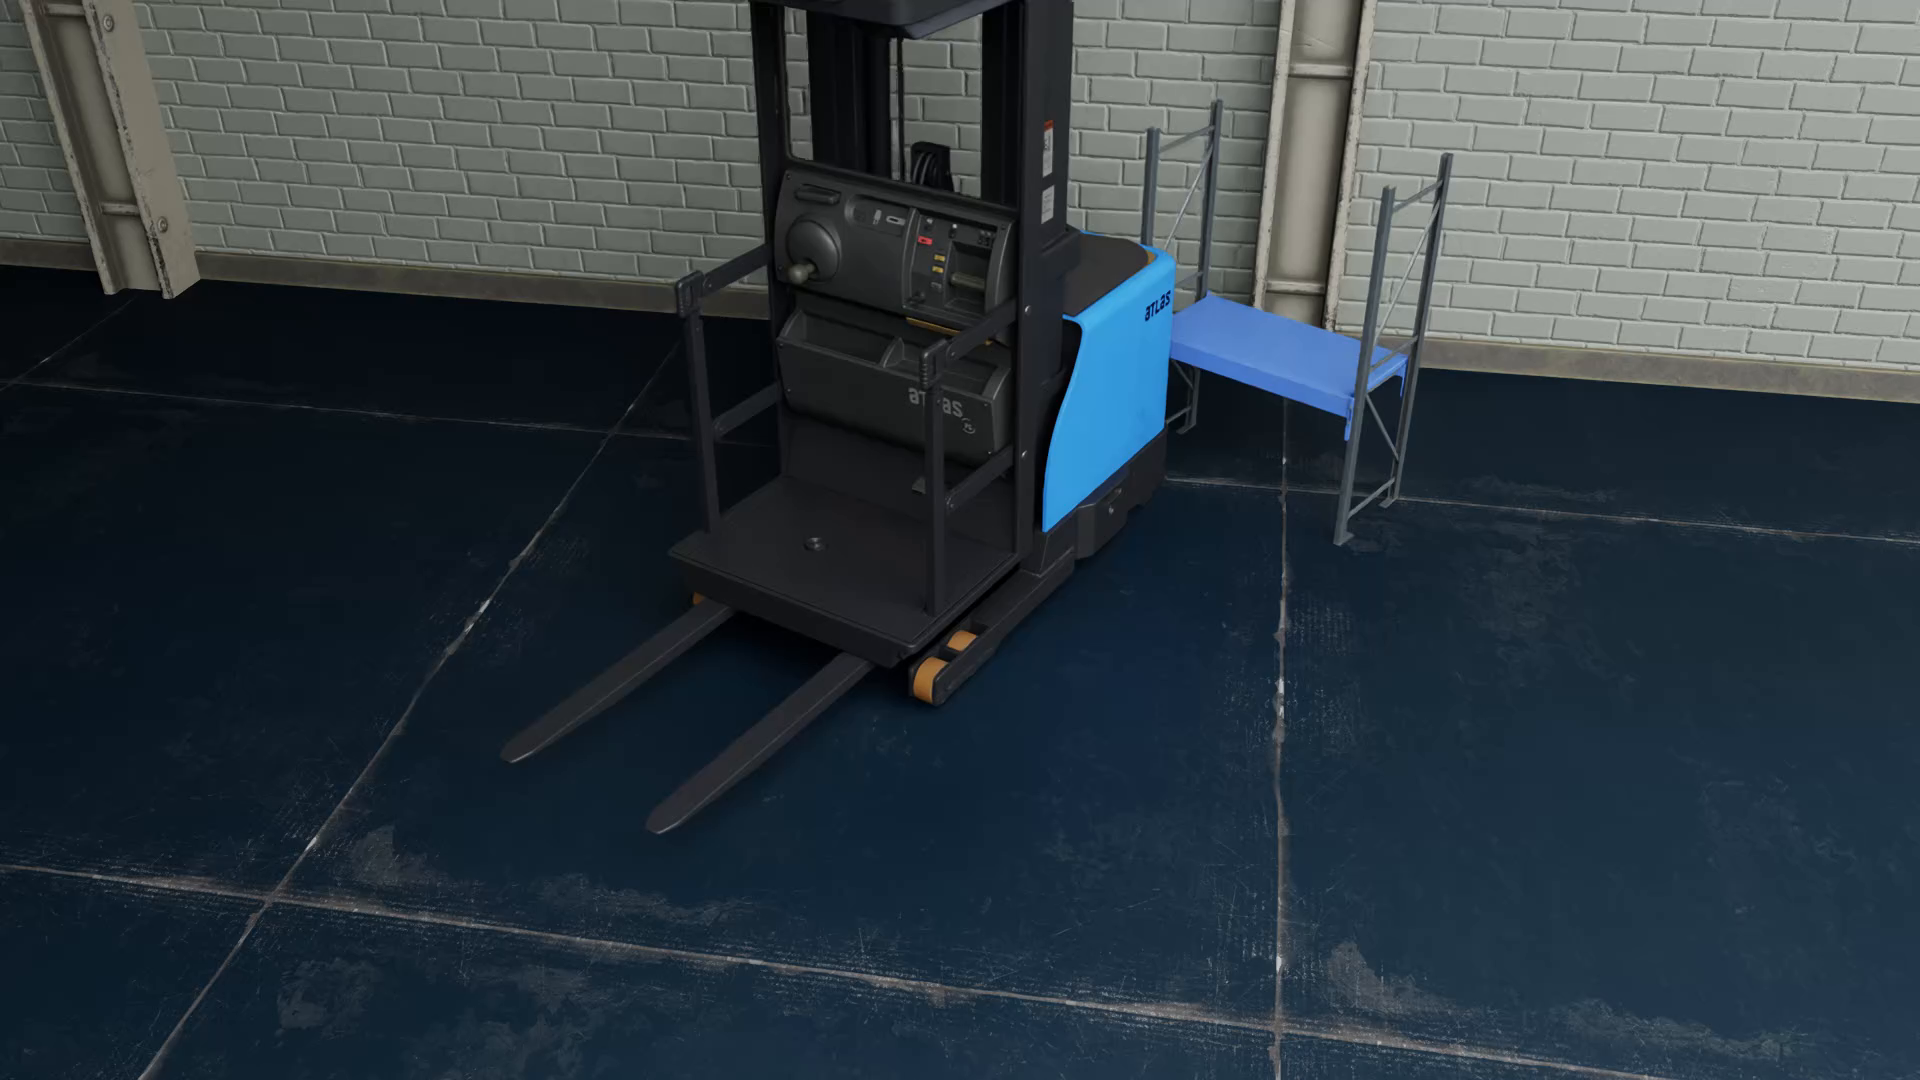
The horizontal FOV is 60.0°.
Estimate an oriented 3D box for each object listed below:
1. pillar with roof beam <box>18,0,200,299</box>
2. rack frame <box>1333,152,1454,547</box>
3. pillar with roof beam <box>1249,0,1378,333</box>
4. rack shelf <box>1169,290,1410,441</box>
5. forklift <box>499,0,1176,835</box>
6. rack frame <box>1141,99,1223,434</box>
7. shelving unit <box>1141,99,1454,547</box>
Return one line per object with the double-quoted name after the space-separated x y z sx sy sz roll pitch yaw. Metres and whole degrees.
-5.056 -2.935 2.957 0.400 9.000 9.100 5 32 8 "pillar with roof beam"
1.680 -0.716 6.480 0.032 1.500 0.500 24 39 33 "rack frame"
0.858 -2.399 2.101 0.400 9.000 9.100 5 32 8 "pillar with roof beam"
1.292 -0.737 6.853 1.000 0.185 0.538 24 39 33 "rack shelf"
-0.355 -0.950 5.506 1.130 2.935 3.031 19 37 27 "forklift"
0.903 -1.064 7.036 0.032 1.500 0.500 24 39 33 "rack frame"
1.292 -0.890 6.758 1.048 1.500 0.538 24 39 33 "shelving unit"
